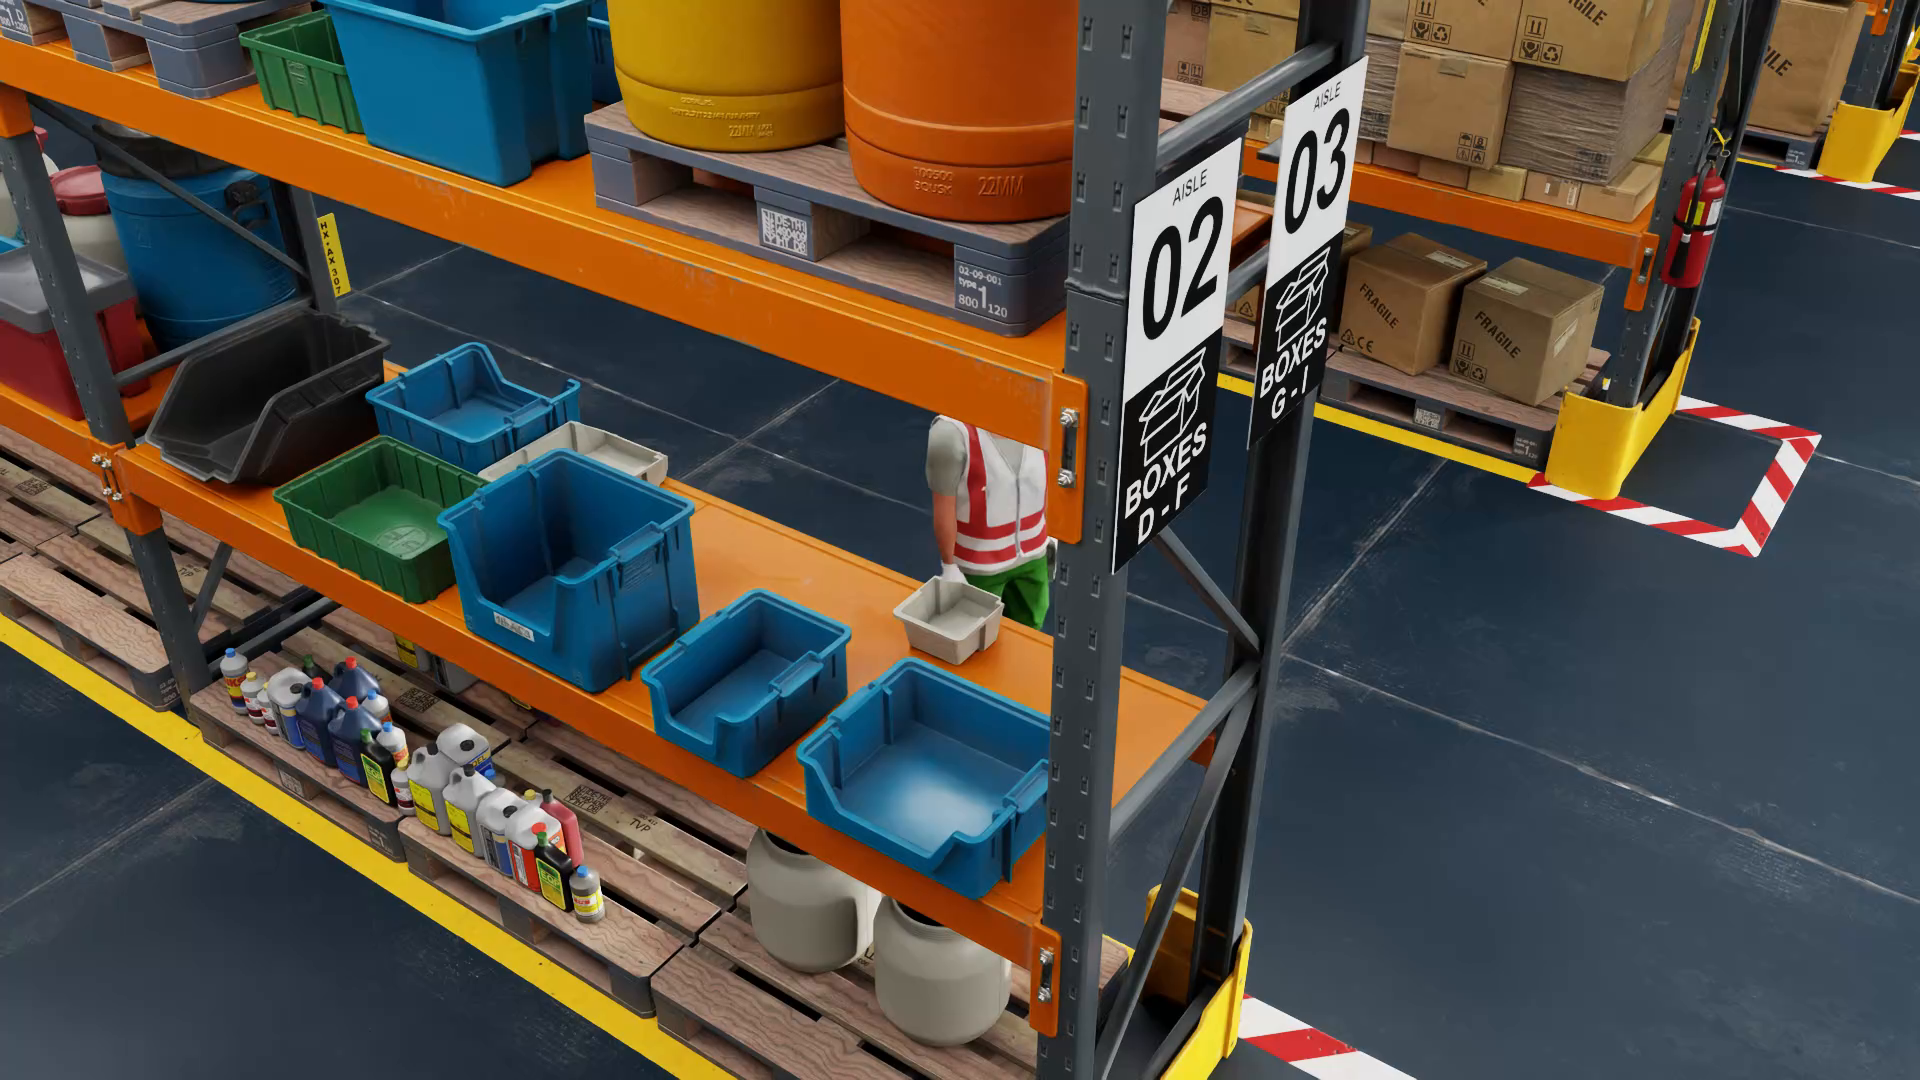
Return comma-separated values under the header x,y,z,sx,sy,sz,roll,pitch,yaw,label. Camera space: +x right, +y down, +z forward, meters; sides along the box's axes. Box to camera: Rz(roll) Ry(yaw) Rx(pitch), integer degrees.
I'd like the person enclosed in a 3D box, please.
x,y,z,sx,sy,sz,roll,pitch,yaw,label
0.139,0.043,6.064,0.526,1.780,0.344,-22,40,-28,person
